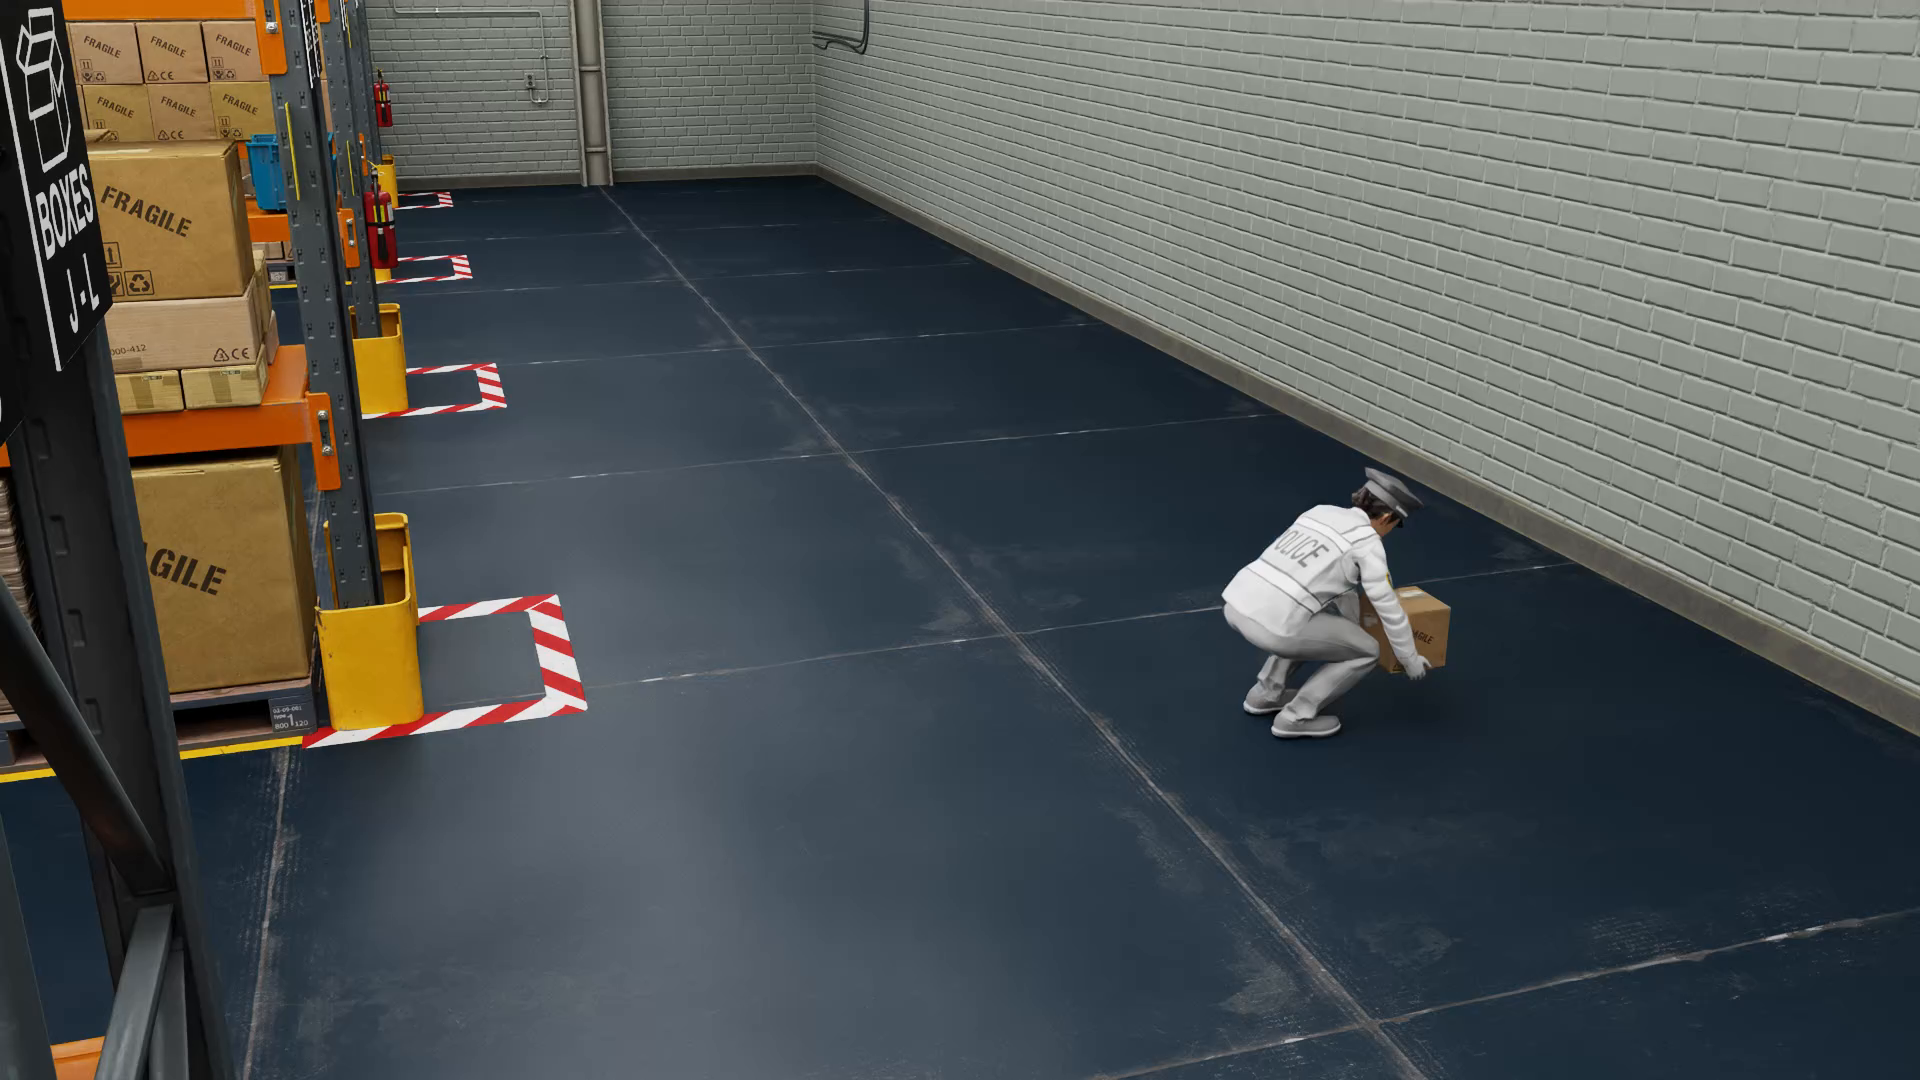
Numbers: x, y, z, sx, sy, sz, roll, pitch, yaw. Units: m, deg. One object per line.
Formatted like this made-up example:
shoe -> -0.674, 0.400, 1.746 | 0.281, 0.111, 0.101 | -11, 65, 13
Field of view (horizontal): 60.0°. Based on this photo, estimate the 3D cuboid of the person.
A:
person -> 1.407, 0.234, 6.445 | 0.818, 0.980, 0.491 | -6, 20, -17
